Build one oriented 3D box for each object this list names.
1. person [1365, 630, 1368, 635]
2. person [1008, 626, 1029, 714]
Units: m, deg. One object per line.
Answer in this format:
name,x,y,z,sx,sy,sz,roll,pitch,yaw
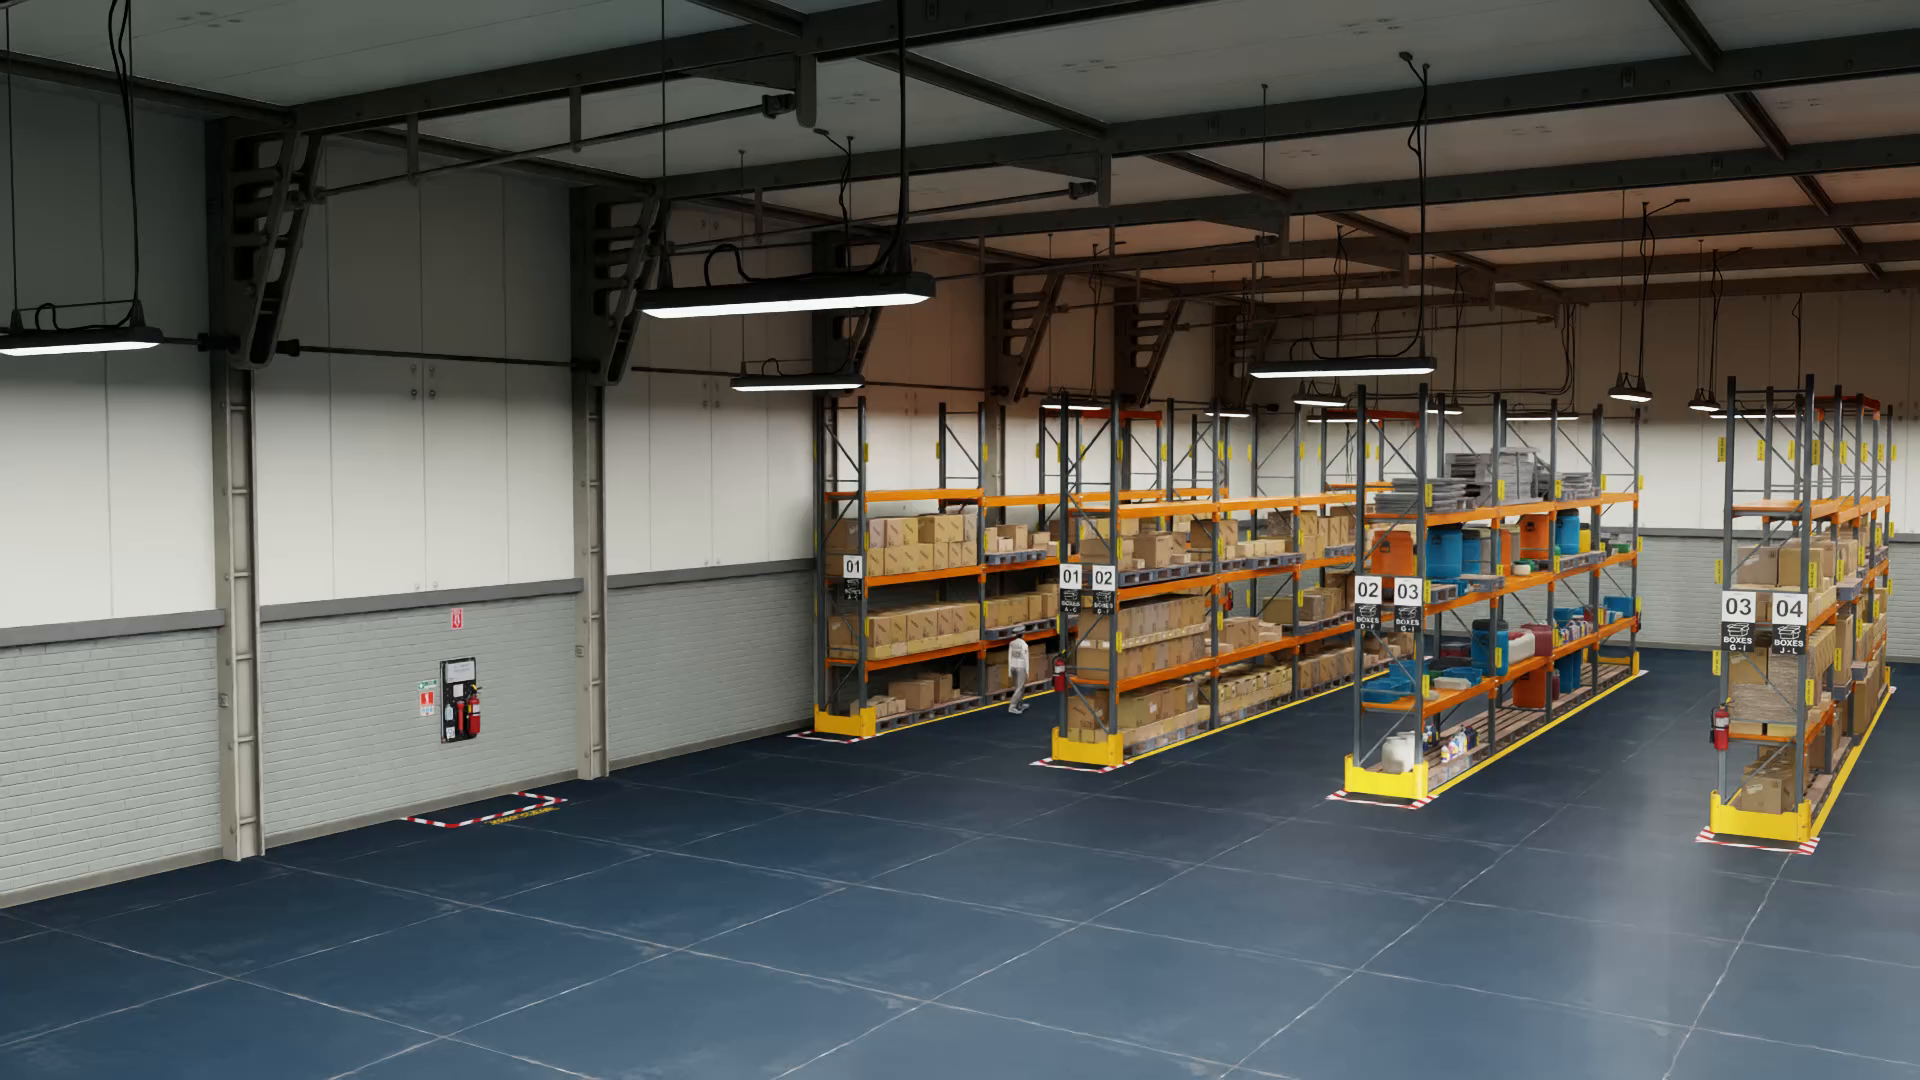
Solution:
person,10.019,1.906,41.774,0.538,1.784,0.584,0,3,-2
person,1.149,2.491,32.004,0.731,1.667,0.516,-3,4,-41
